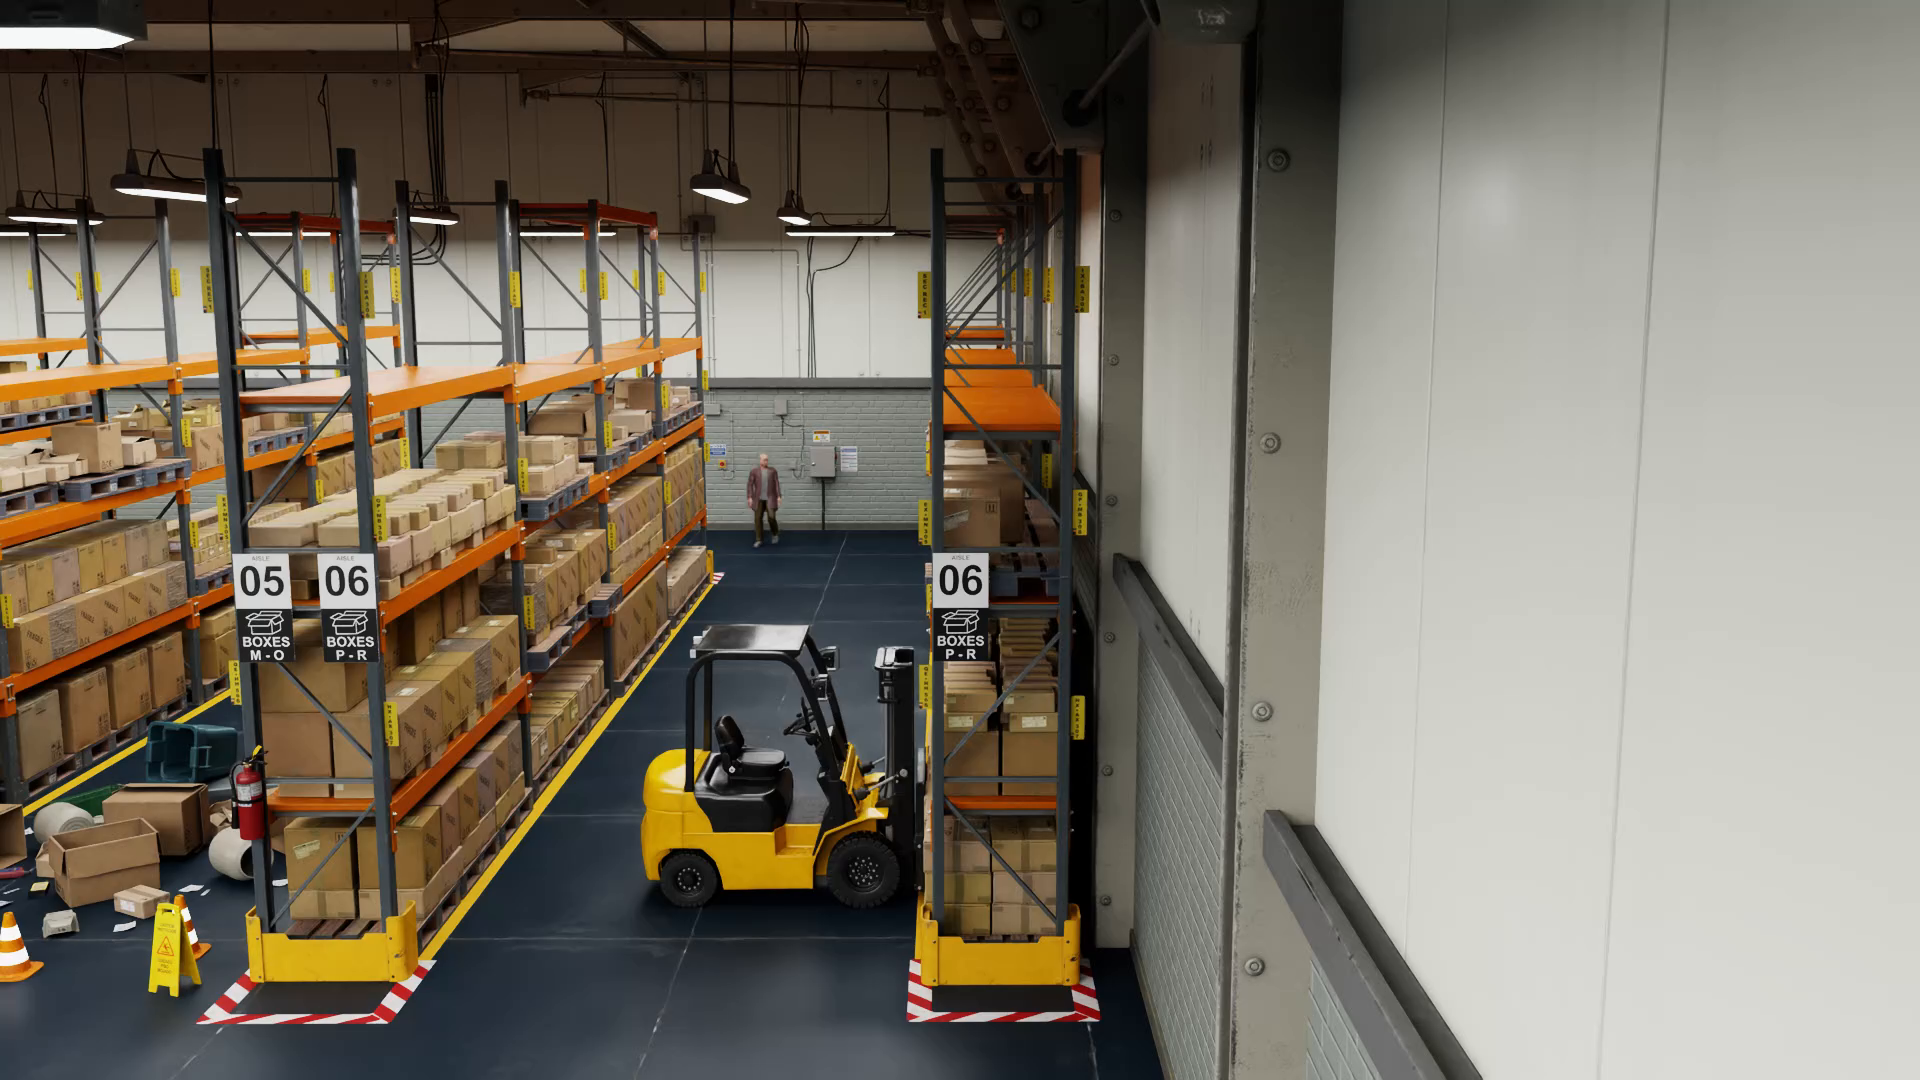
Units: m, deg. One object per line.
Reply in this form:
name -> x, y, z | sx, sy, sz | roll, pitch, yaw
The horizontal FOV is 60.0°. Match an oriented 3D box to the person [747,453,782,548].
person -> -3.738, -0.753, 31.702 | 0.657, 1.759, 0.601 | 1, 9, 8
